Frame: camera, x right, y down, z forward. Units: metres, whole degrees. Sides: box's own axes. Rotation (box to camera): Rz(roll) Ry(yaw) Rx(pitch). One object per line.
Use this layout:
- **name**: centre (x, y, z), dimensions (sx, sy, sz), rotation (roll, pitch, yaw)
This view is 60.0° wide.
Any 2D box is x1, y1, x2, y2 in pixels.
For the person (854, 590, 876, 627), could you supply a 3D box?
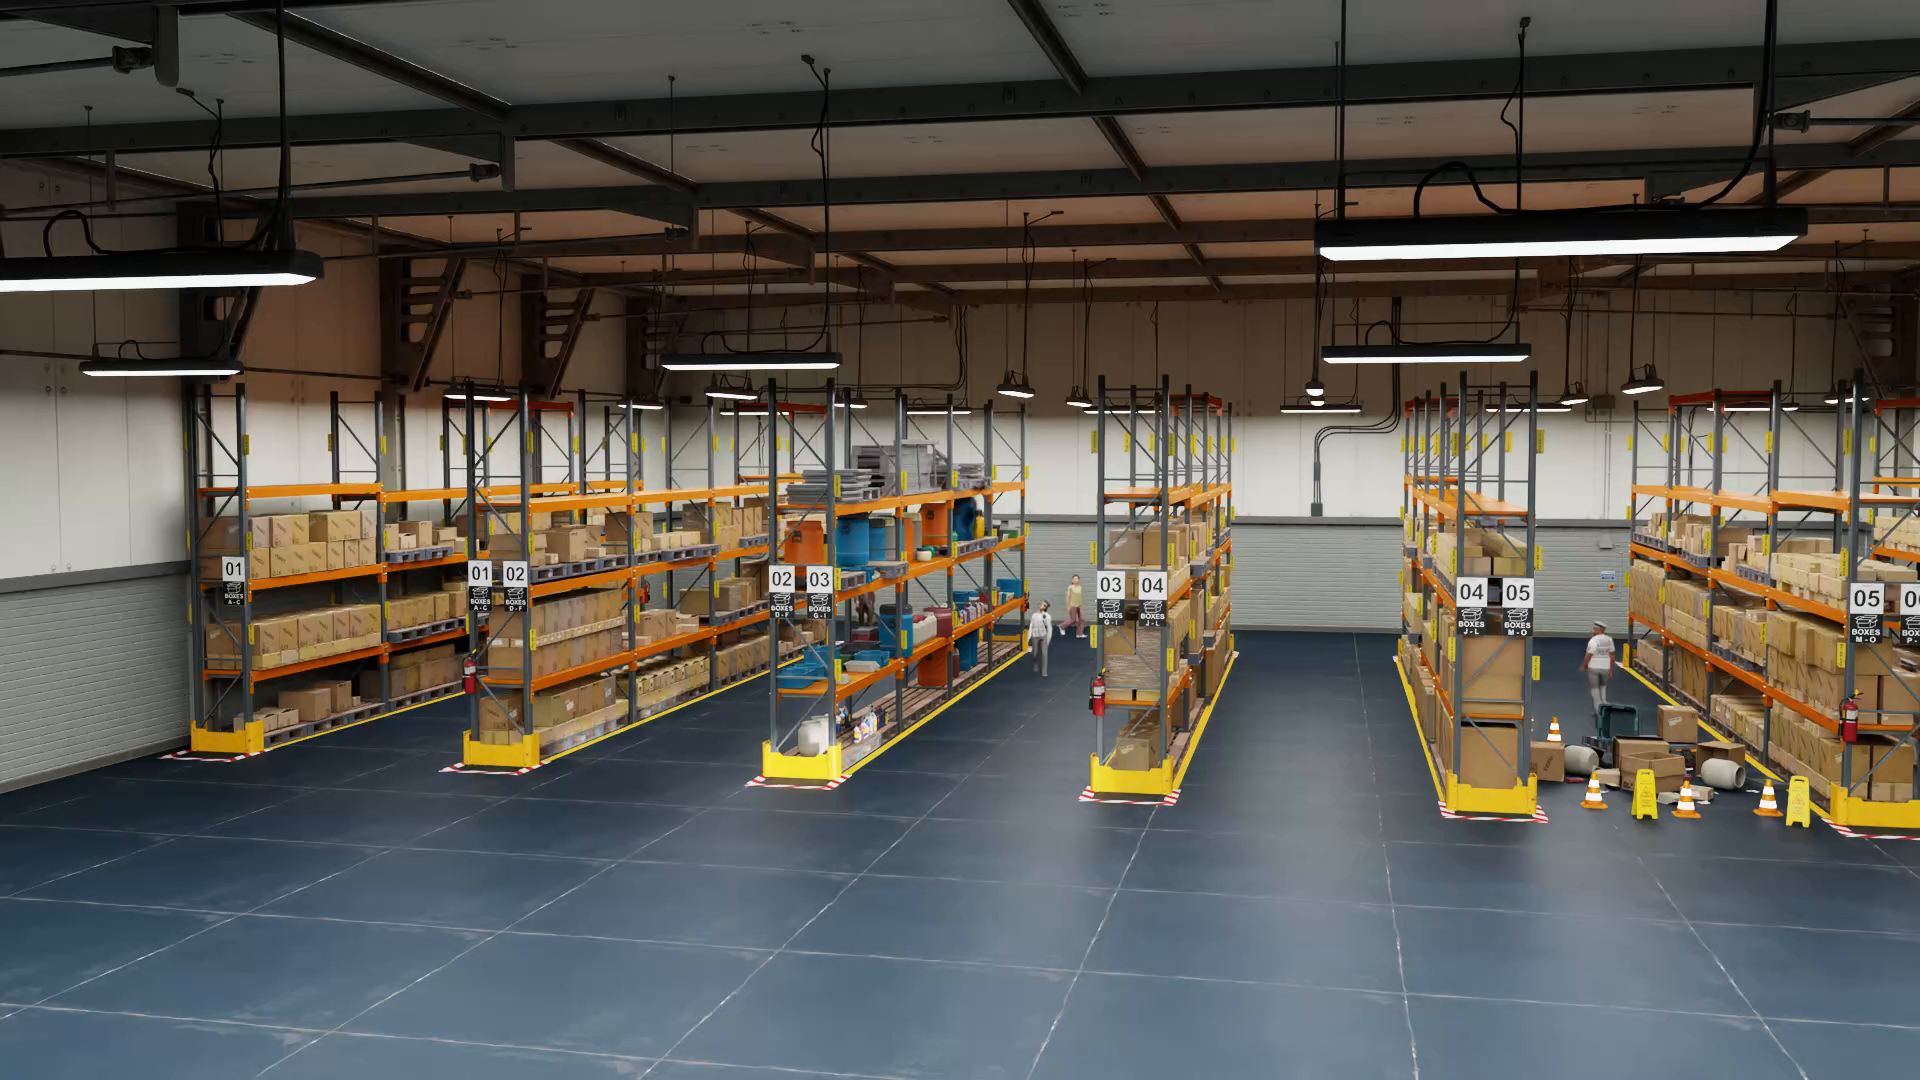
- **person**: centre (-2.481, 1.640, 43.486), dimensions (0.613, 1.733, 1.067), rotation (-1, 3, -10)

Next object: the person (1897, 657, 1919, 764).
- **person**: centre (14.958, 2.716, 26.172), dimensions (0.622, 1.716, 0.703), rotation (1, 3, 11)

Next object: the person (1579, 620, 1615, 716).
- **person**: centre (11.698, 2.378, 30.506), dimensions (0.615, 1.813, 0.686), rotation (0, 3, 3)

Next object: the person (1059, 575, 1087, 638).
- **person**: centre (2.961, 1.713, 43.172), dimensions (0.772, 1.635, 0.495), rotation (3, 4, 41)

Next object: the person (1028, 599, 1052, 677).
- **person**: centre (1.731, 2.105, 36.063), dimensions (0.536, 1.645, 0.721), rotation (0, 3, 1)
